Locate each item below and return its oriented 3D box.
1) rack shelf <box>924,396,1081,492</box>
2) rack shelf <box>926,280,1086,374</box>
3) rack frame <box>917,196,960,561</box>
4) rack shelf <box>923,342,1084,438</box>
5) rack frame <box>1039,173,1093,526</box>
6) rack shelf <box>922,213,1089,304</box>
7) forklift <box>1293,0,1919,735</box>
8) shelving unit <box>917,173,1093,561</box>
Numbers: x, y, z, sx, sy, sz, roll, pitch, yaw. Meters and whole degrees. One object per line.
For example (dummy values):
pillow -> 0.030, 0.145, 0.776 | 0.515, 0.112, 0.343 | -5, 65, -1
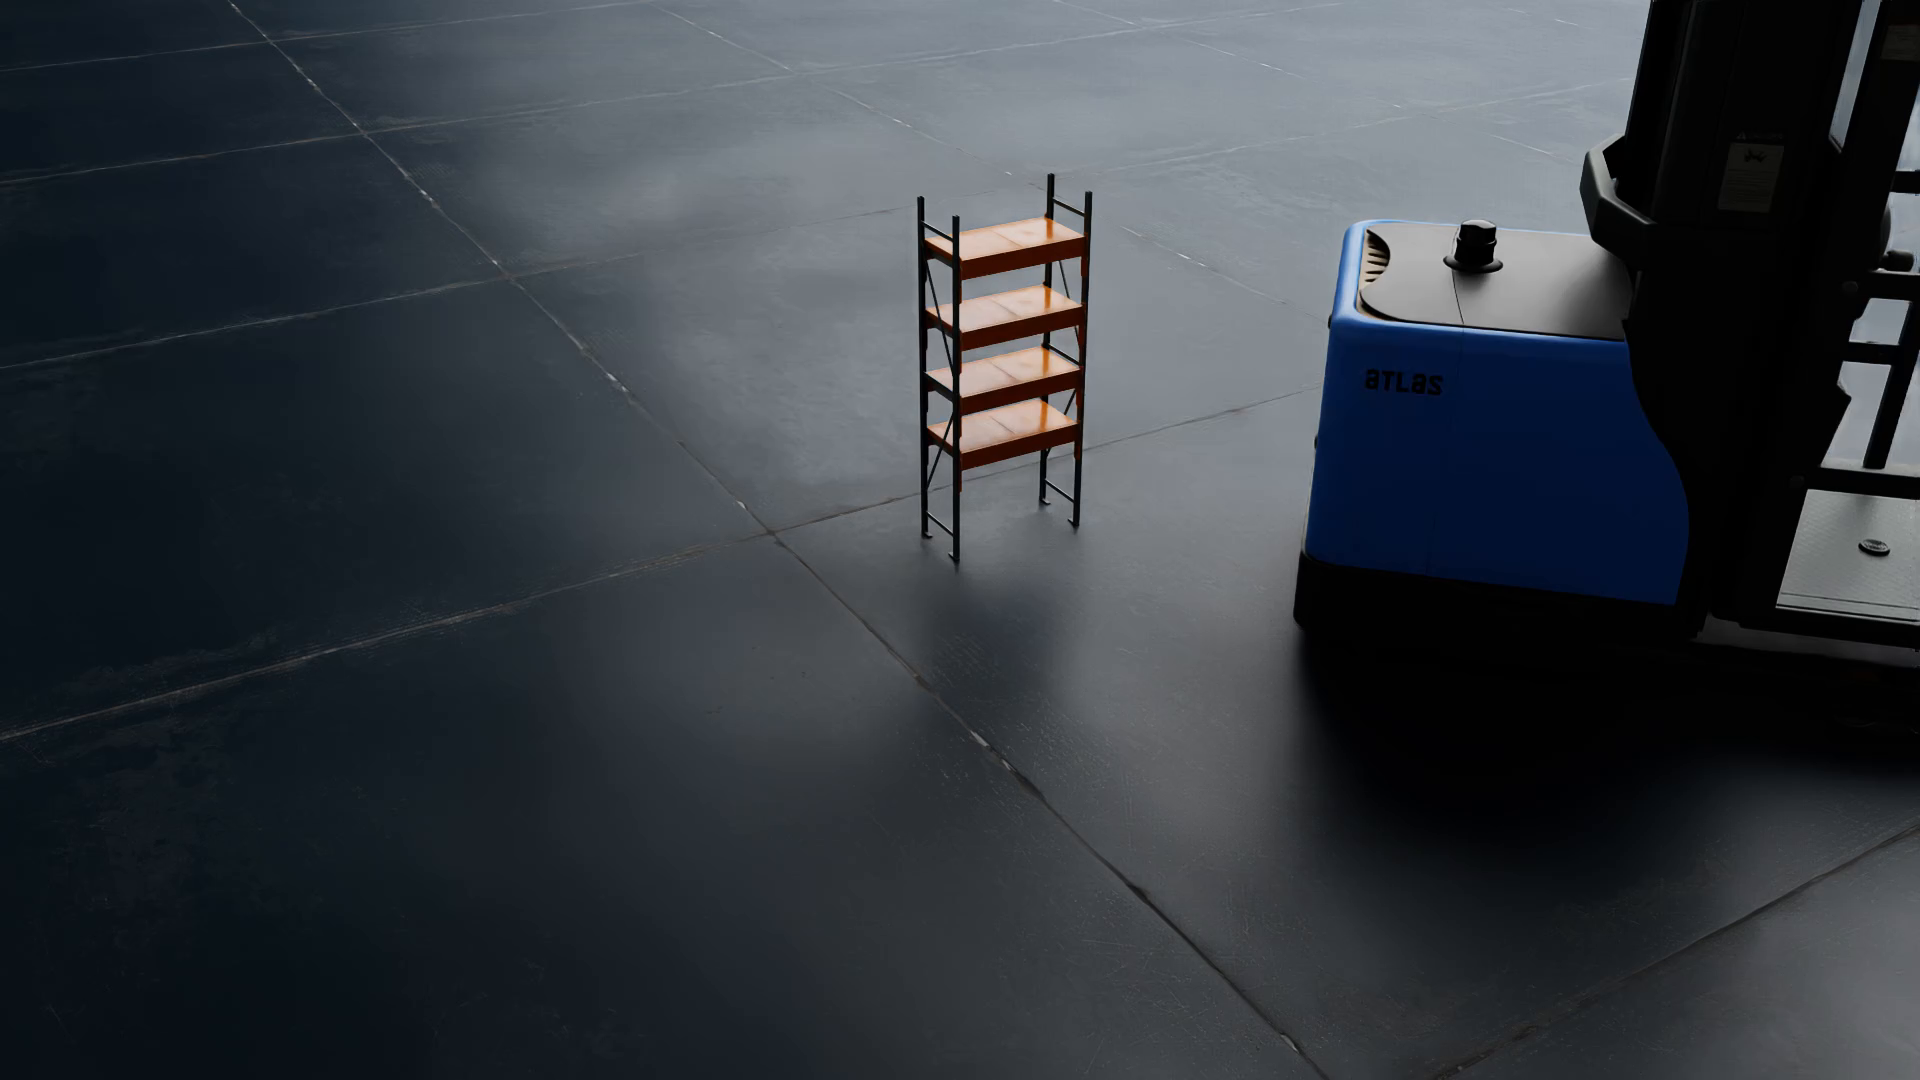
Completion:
rack shelf -> 0.143, -0.333, 5.662 | 0.480, 0.148, 0.258 | -16, 33, -26
rack shelf -> 0.143, -0.703, 5.458 | 0.480, 0.148, 0.258 | -16, 33, -26
rack frame -> -0.068, -0.506, 5.425 | 0.015, 1.200, 0.240 | -16, 33, -26
rack shelf -> 0.143, -0.507, 5.566 | 0.480, 0.148, 0.258 | -16, 33, -26
rack frame -> 0.353, -0.626, 5.642 | 0.015, 1.200, 0.240 | -16, 33, -26
rack shelf -> 0.143, -0.910, 5.344 | 0.480, 0.148, 0.258 | -16, 33, -26
forklift -> 2.611, -1.007, 4.542 | 3.031, 2.935, 1.130 | 7, 30, 12
shelving unit -> 0.143, -0.566, 5.534 | 0.503, 1.200, 0.258 | -16, 33, -26
